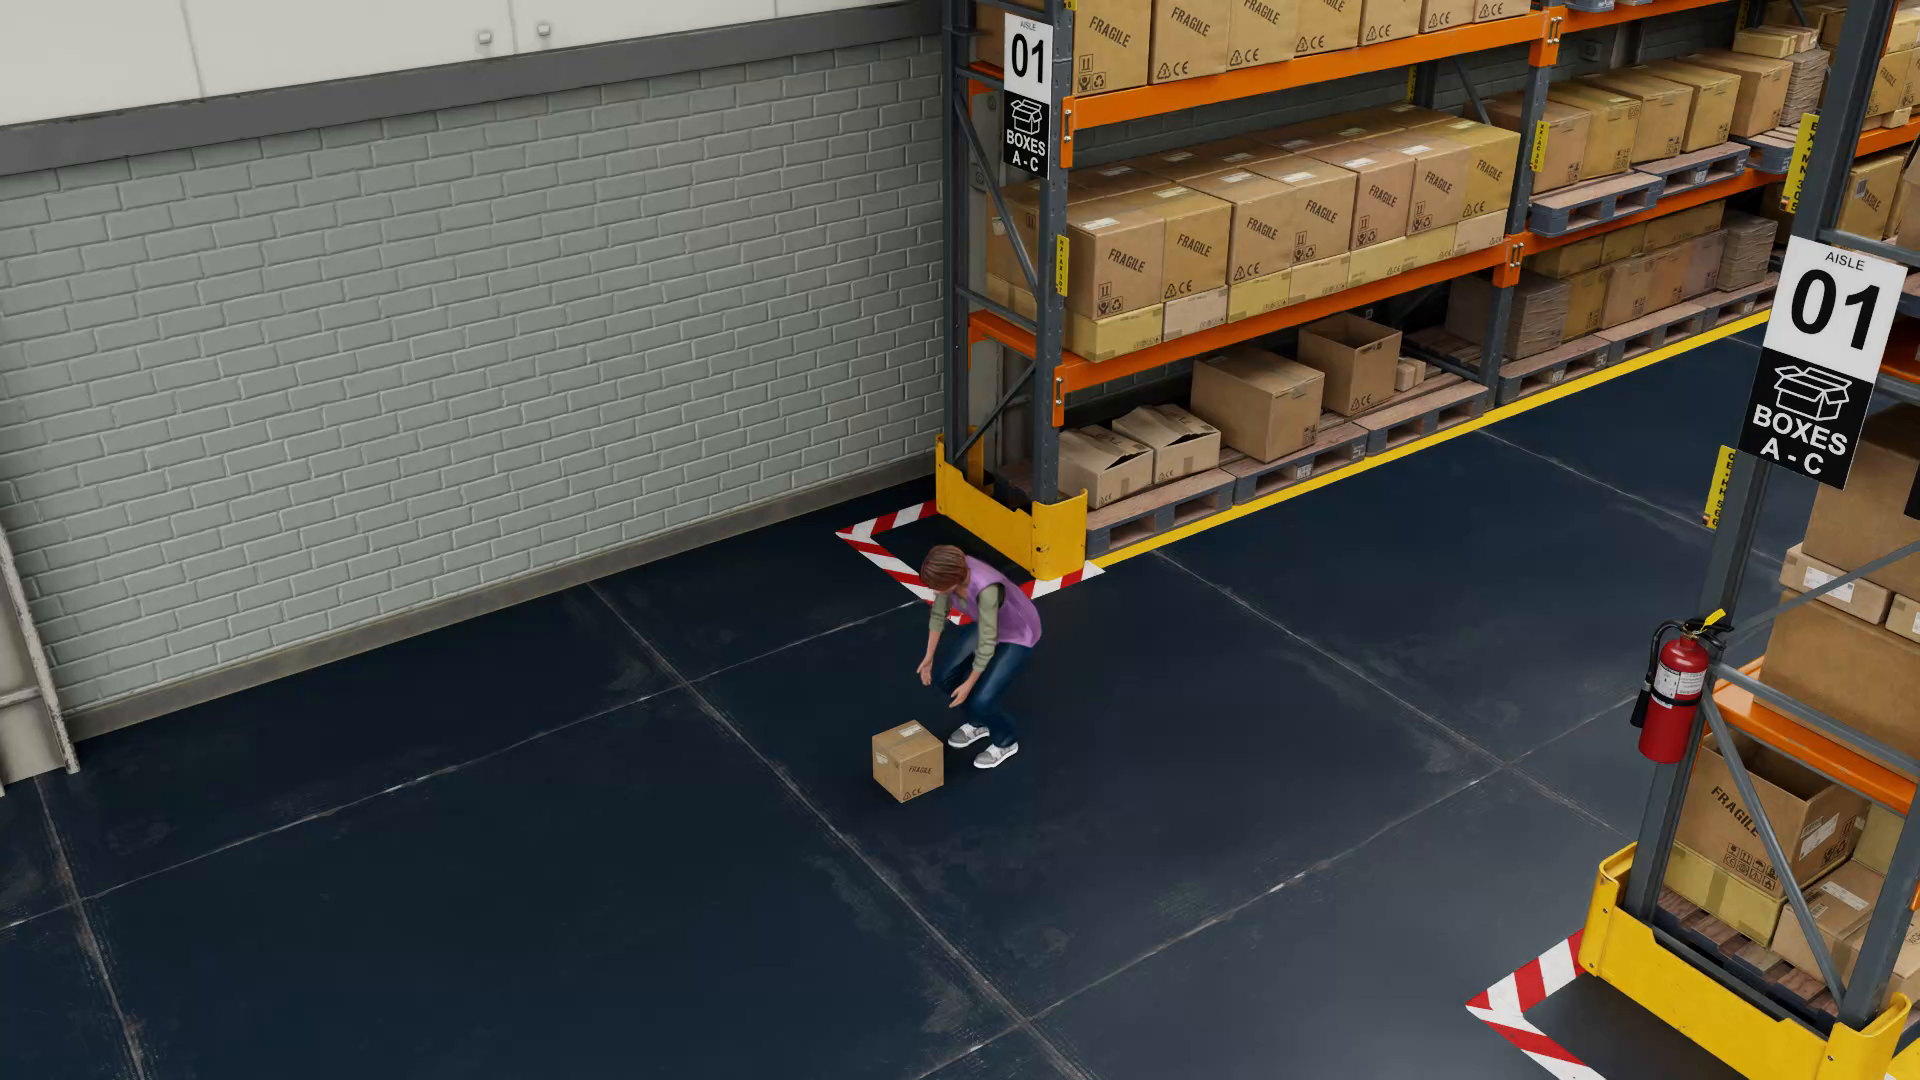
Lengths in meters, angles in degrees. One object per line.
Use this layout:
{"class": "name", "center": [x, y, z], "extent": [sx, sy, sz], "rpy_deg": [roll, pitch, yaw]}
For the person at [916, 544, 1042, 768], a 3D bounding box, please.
{"class": "person", "center": [0.104, 0.533, 8.034], "extent": [0.673, 1.255, 0.463], "rpy_deg": [-19, 34, -30]}
